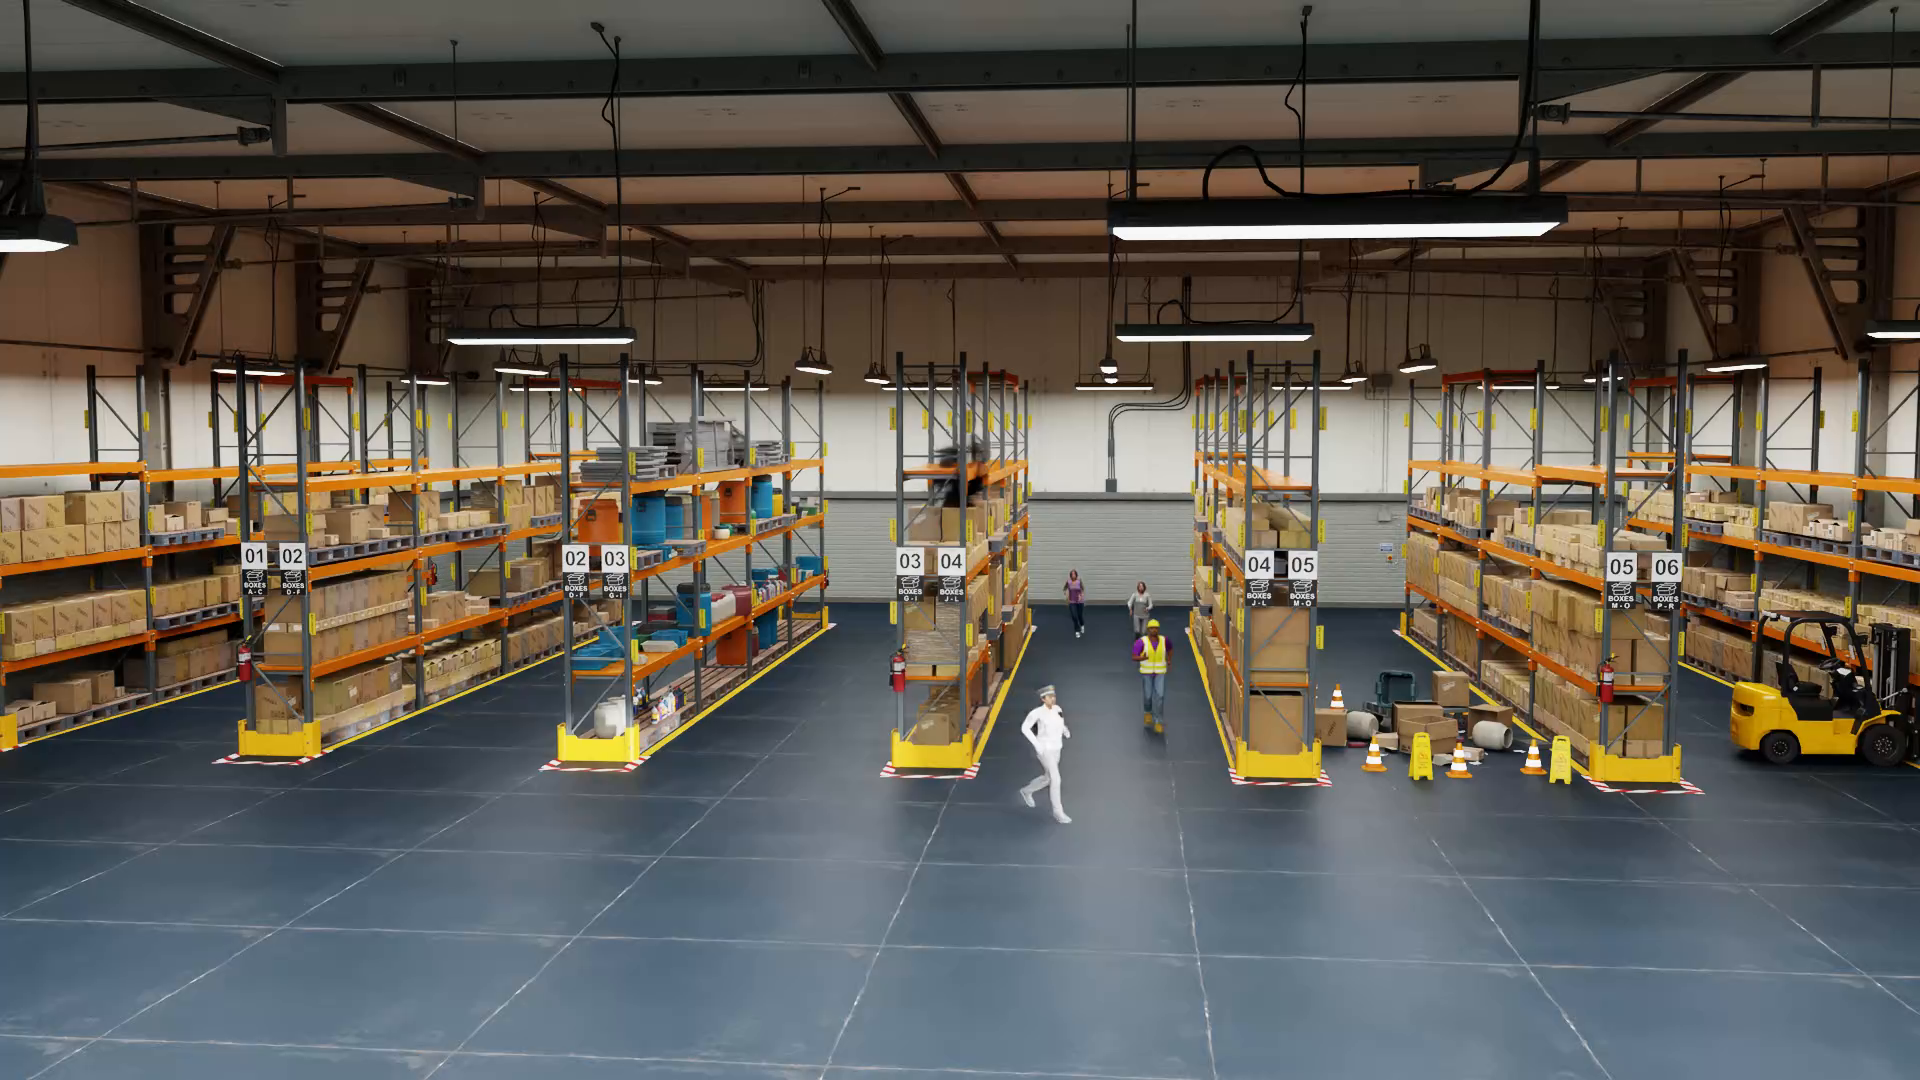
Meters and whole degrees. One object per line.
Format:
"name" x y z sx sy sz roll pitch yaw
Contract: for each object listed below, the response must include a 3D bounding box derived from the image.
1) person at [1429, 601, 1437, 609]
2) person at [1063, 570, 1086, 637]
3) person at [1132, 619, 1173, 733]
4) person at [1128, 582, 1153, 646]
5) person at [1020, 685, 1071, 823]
"person" 11.511 1.318 40.322 0.646 1.599 0.913 -4 5 -42
"person" 2.682 1.456 38.854 0.547 1.562 0.689 1 4 19
"person" 3.124 2.165 26.919 0.694 1.763 0.951 0 4 1
"person" 3.880 1.677 35.762 0.524 1.560 0.559 0 4 3
"person" 1.102 2.667 21.043 0.604 1.709 0.854 -4 6 -44
